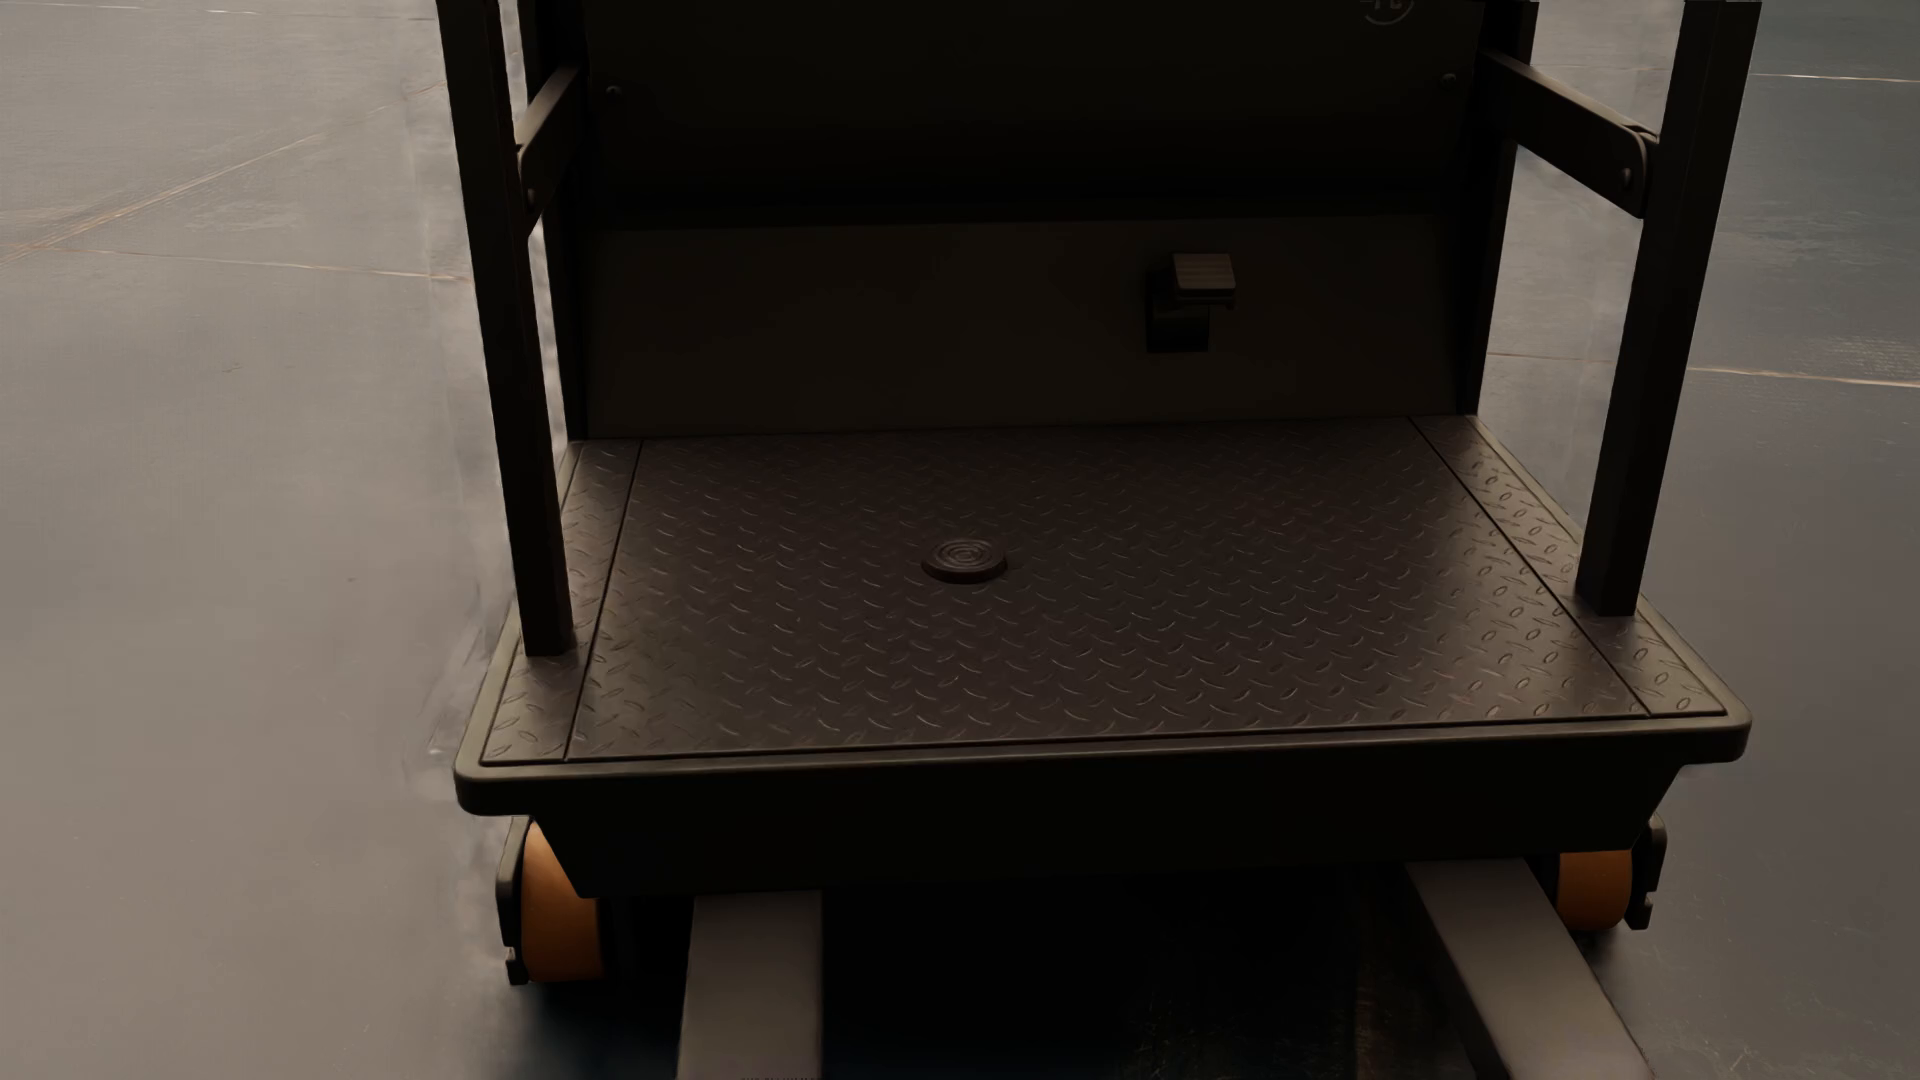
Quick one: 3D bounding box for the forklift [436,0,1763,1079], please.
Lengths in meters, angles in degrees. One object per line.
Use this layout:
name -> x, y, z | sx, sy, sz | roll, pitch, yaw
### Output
forklift -> 0.098, -1.029, 1.286 | 1.130, 2.935, 3.031 | -2, 27, -4
